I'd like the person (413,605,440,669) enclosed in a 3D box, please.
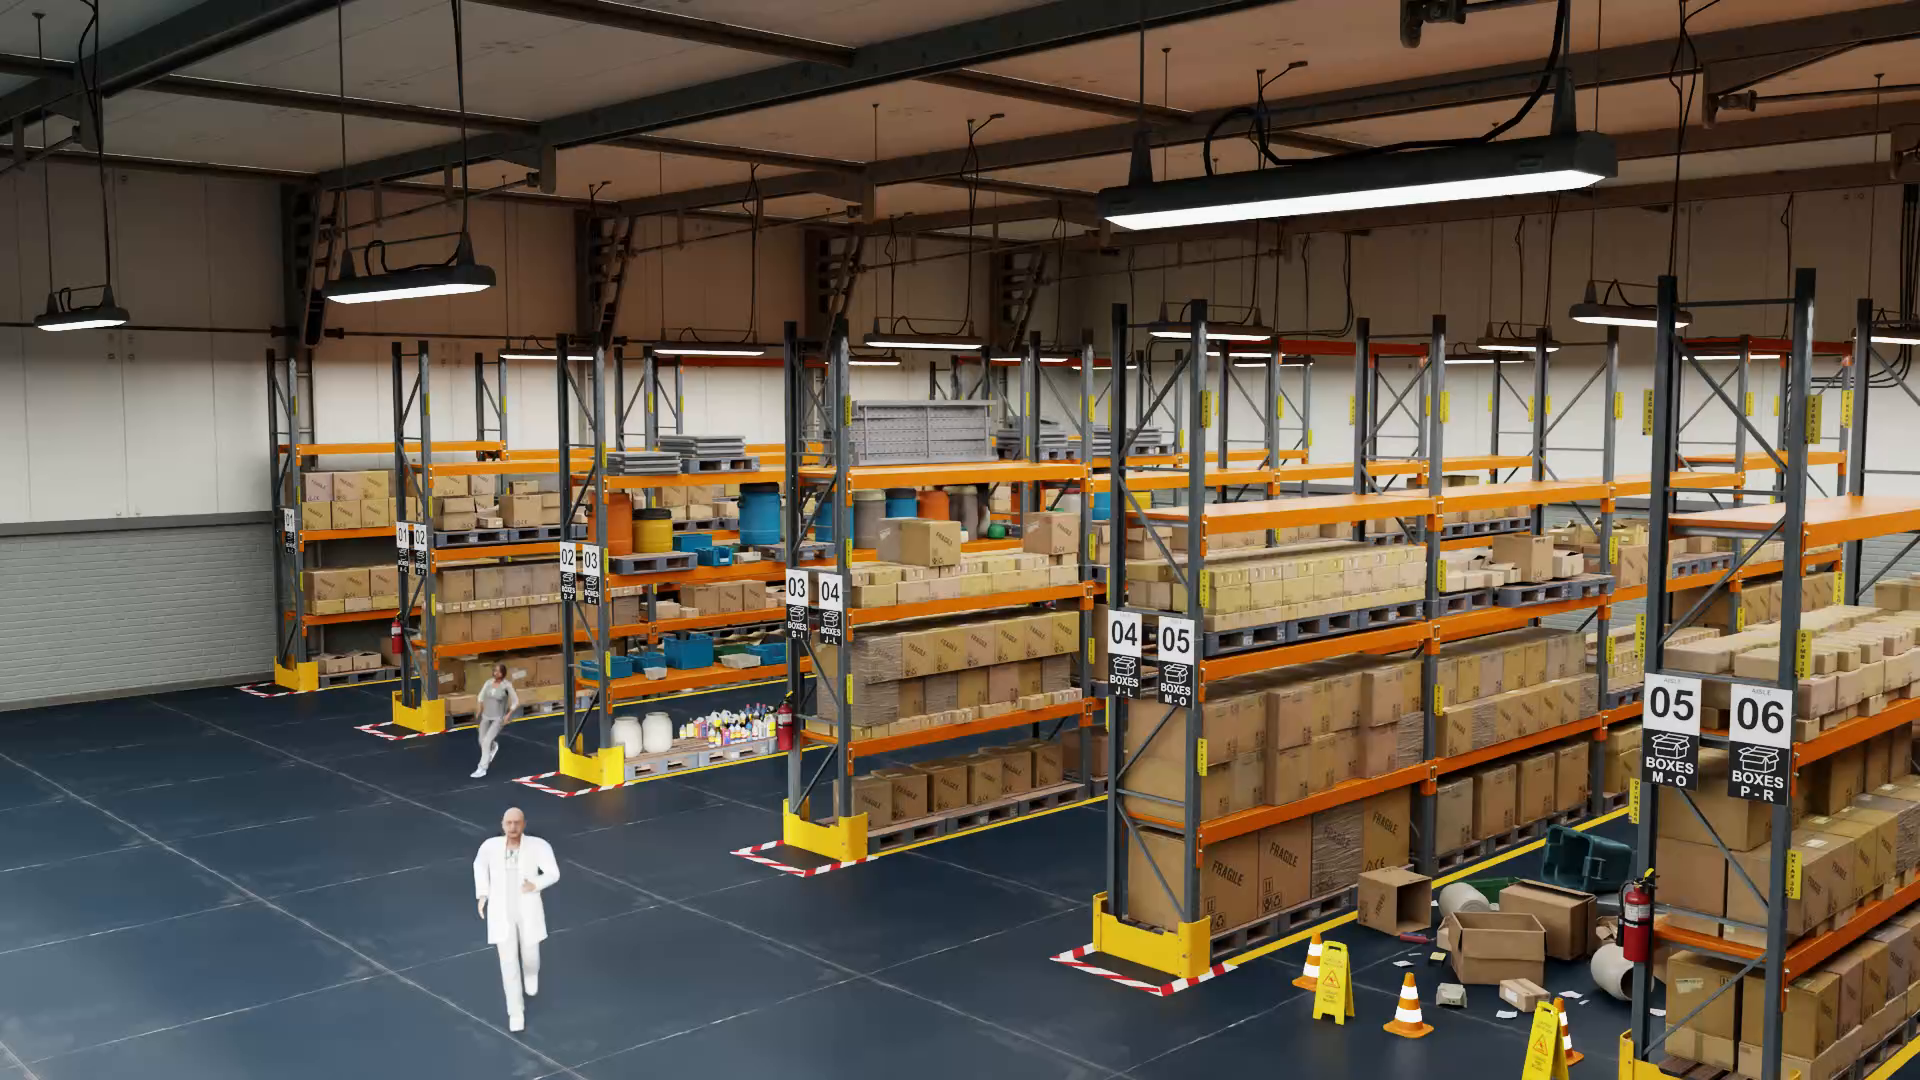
[{"bbox_3d":[-8.964,1.872,28.001,0.685,1.740,0.580,3,6,34],"label":"person"}]

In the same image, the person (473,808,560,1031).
[{"bbox_3d":[-3.679,3.079,13.800,0.709,1.756,0.955,-1,5,-11],"label":"person"}]

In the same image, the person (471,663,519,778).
[{"bbox_3d":[-6.320,2.439,22.678,0.589,1.532,0.640,1,5,10],"label":"person"}]
